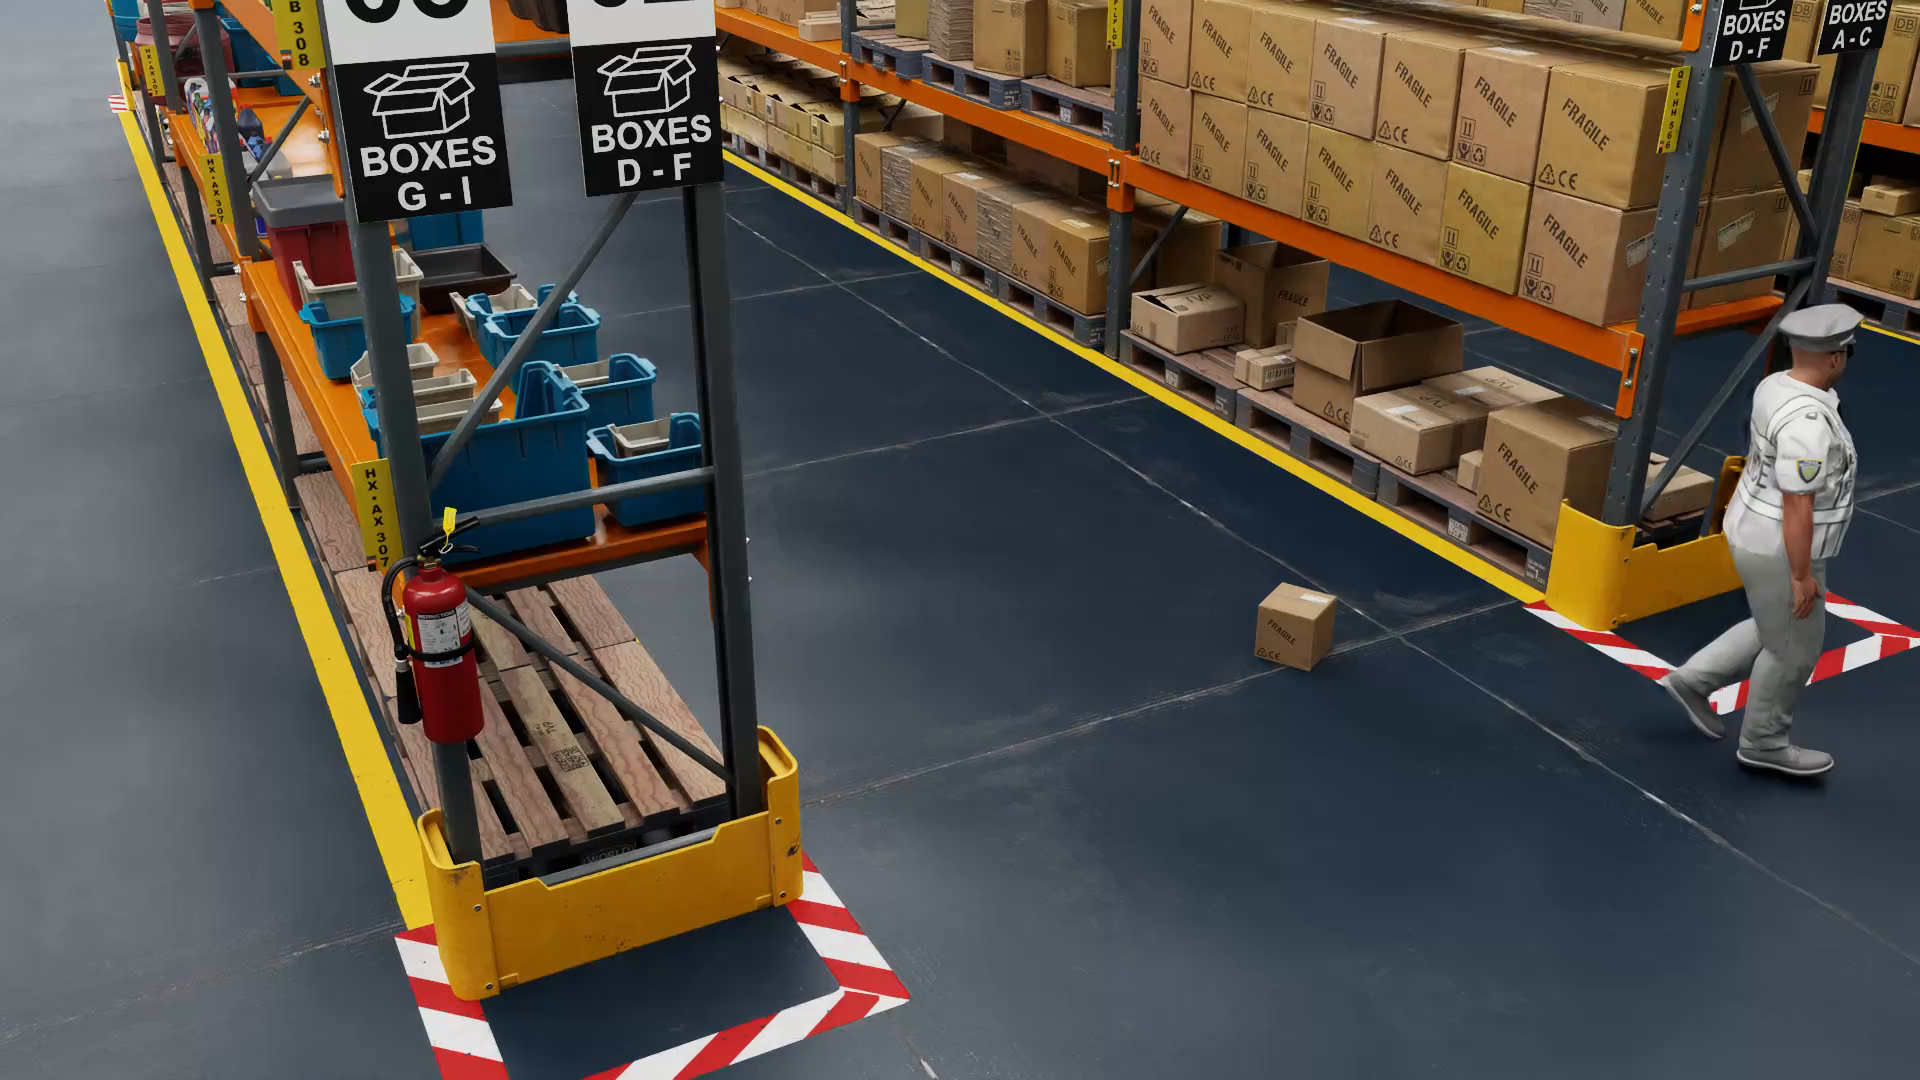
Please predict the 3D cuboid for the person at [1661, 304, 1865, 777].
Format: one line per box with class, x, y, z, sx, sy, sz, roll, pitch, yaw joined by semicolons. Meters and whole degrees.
person;3.004;0.017;6.016;0.596;1.760;0.552;8;26;16
